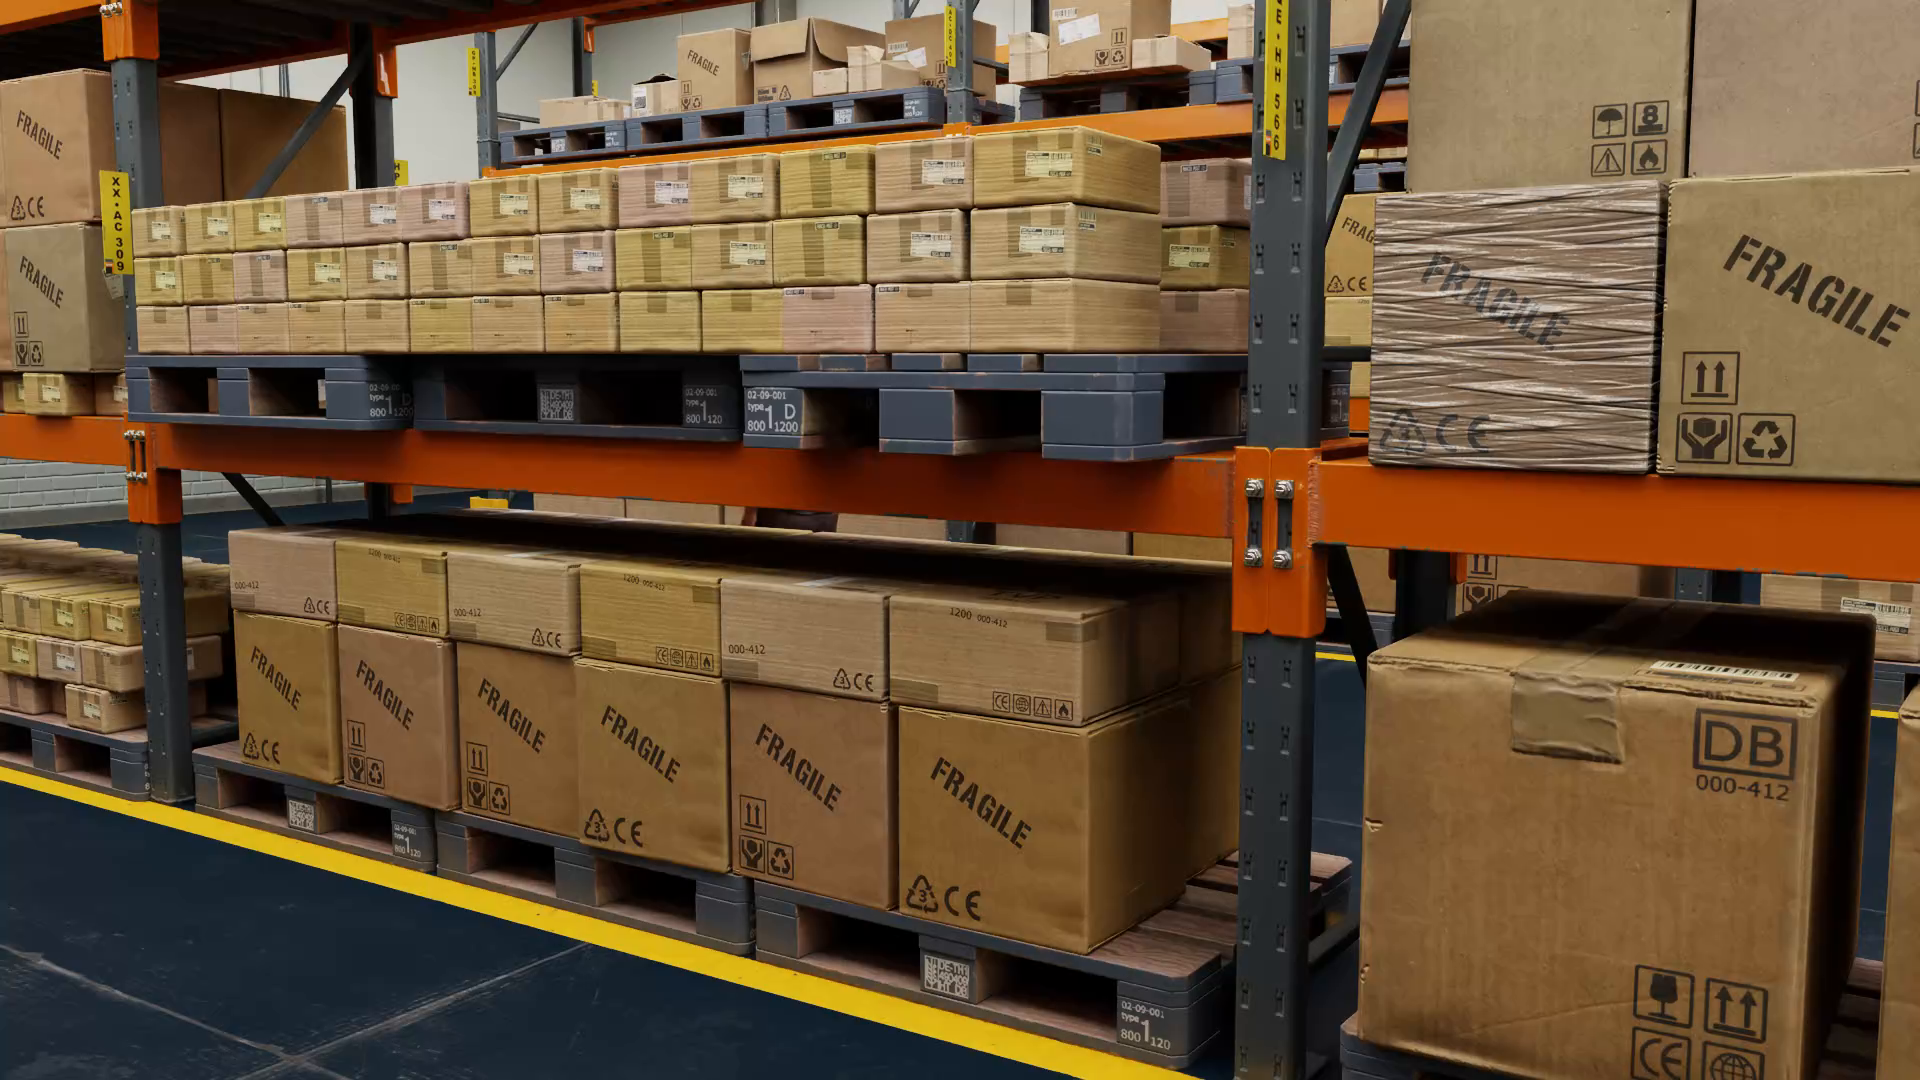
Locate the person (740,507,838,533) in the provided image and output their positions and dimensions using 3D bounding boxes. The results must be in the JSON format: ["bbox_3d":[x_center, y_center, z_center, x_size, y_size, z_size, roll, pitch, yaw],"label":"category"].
[{"bbox_3d":[-0.726,-0.118,6.965,0.475,1.719,0.583,4,7,30],"label":"person"}]
